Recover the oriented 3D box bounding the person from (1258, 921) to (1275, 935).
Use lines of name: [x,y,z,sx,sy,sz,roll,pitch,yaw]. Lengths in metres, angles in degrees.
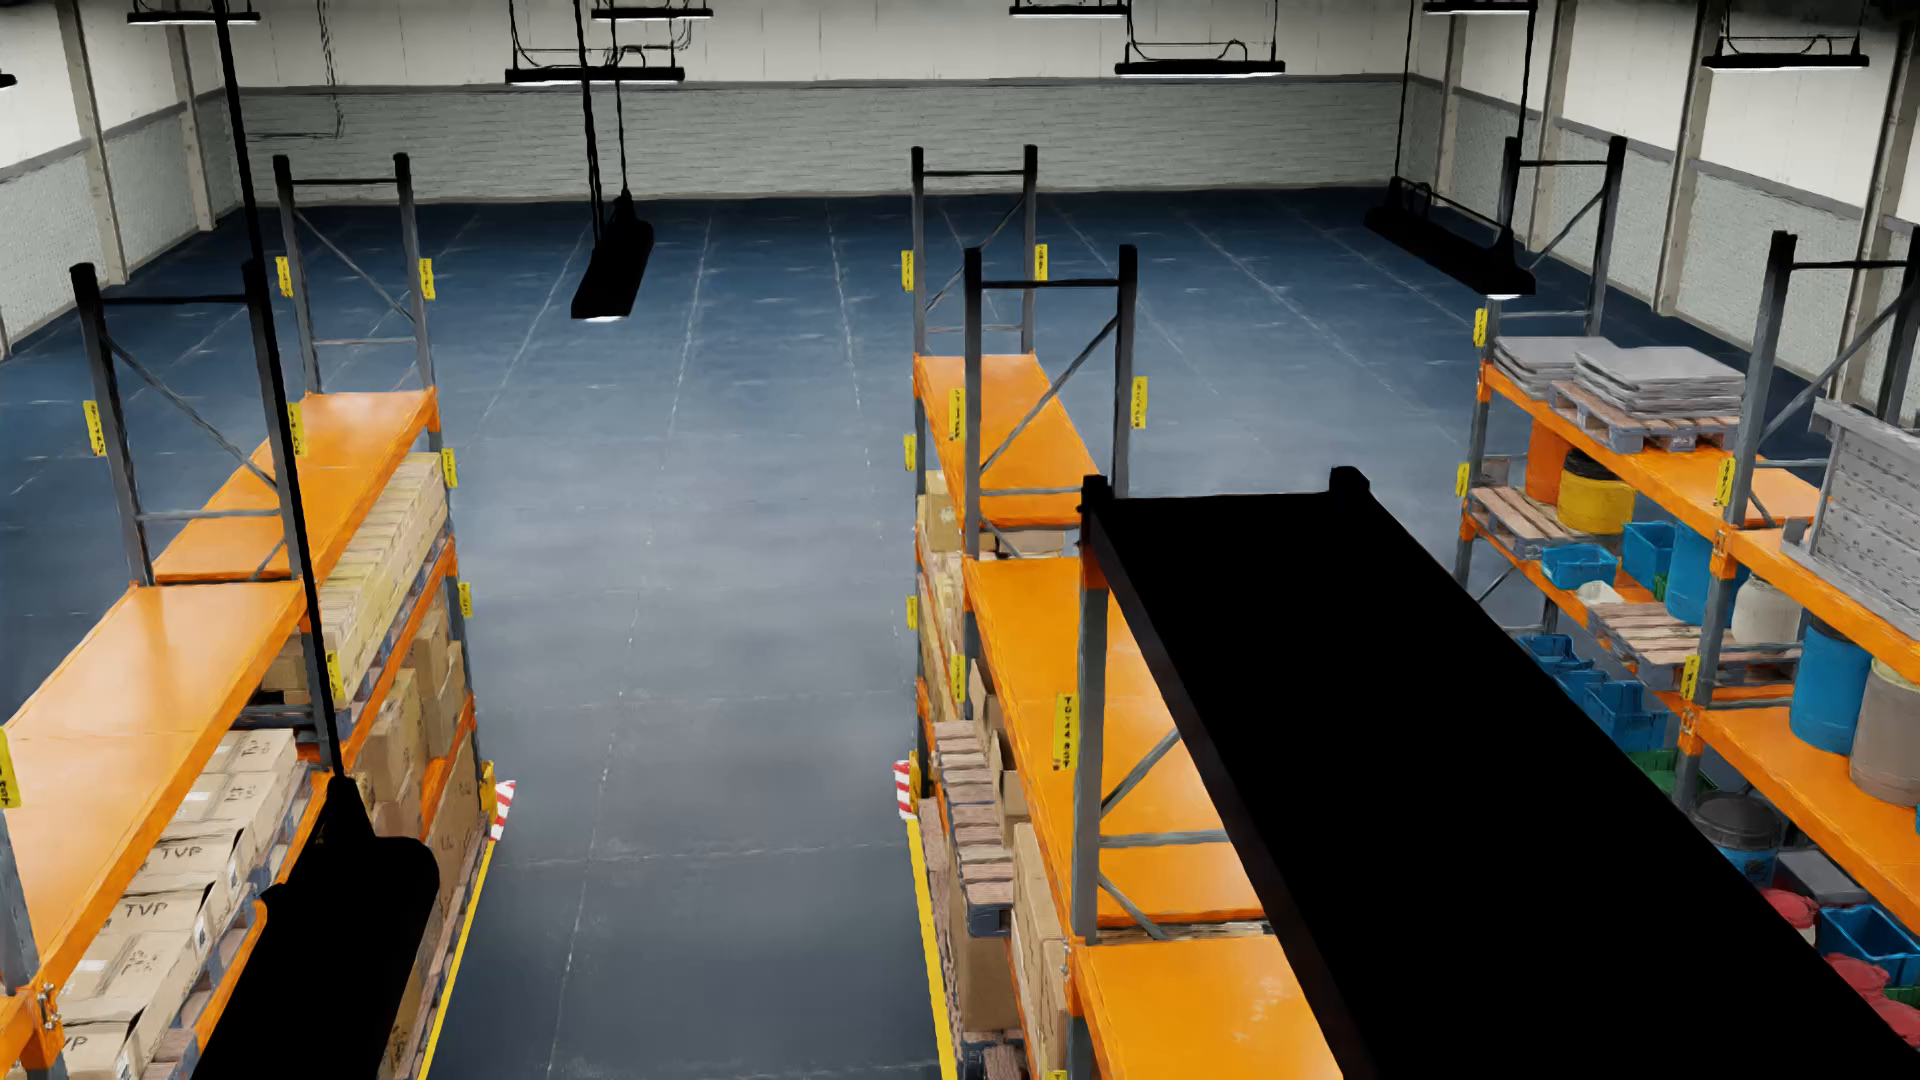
person: [2.254,2.775,12.439,0.639,1.632,0.512,-3,22,-8]
